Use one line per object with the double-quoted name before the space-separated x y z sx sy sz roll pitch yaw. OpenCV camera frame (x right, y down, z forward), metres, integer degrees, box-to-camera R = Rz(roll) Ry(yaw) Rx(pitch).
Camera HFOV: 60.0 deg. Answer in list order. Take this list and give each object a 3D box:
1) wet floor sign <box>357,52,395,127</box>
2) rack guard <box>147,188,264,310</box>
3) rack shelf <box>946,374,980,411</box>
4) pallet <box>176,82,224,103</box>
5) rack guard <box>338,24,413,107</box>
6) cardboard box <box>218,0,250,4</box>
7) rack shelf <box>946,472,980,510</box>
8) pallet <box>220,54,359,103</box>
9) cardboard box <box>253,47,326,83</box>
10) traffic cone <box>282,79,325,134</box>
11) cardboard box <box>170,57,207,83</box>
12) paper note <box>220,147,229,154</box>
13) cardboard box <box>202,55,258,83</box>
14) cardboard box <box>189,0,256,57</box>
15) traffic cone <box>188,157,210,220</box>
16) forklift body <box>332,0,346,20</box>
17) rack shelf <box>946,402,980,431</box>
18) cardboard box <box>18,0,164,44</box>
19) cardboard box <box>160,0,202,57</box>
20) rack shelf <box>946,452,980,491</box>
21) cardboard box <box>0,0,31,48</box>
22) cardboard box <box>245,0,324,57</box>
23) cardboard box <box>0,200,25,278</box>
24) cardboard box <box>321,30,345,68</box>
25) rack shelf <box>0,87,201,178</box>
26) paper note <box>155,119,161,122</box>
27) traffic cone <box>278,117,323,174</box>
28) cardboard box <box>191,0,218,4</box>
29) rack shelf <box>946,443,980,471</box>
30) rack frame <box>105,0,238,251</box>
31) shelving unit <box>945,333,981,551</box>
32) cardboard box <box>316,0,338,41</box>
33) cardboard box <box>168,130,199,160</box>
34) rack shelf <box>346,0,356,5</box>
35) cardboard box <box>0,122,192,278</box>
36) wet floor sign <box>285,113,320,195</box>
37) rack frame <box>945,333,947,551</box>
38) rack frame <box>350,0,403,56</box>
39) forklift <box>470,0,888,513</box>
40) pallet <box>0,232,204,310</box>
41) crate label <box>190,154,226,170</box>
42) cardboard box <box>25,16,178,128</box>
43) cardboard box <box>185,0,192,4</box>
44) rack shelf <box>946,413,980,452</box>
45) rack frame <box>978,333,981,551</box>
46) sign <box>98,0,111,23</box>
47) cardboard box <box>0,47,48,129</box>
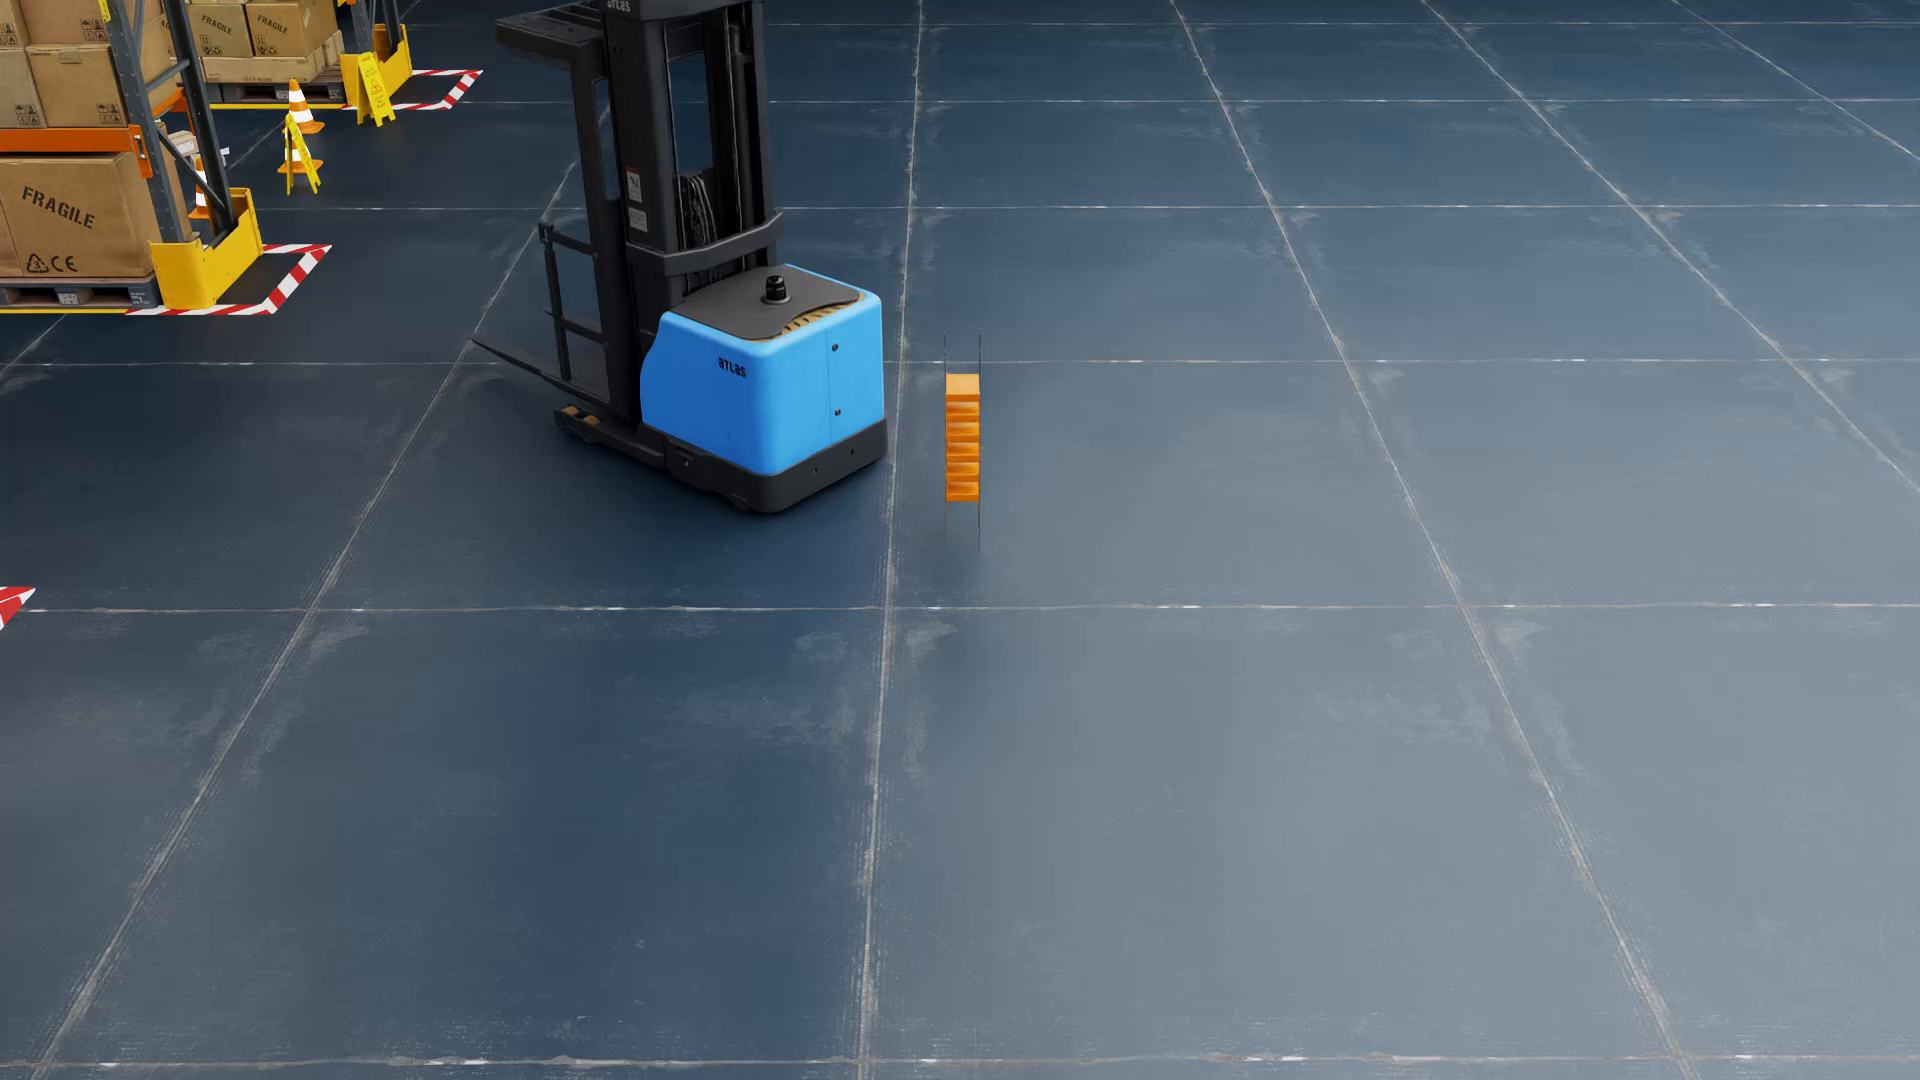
"wet floor sign" -5.544 -4.252 15.635 0.232 0.644 0.267 10 33 17
"rack guard" -5.585 -2.177 12.356 0.348 0.500 1.175 0 31 0
"rack shelf" 0.014 -0.783 8.775 0.180 0.103 0.258 0 31 0
"pallet" -7.846 -4.634 16.684 1.213 0.211 1.003 0 31 0
"rack guard" -5.816 -4.744 16.587 0.348 0.500 1.175 0 31 0
"cardboard box" -6.906 -5.241 15.894 0.250 0.149 0.380 1 31 1
"rack shelf" 0.014 -0.270 9.086 0.180 0.103 0.258 0 31 0
"pallet" -6.629 -4.636 16.688 1.213 0.211 1.003 0 31 0
"cardboard box" -6.571 -4.674 16.309 0.500 0.250 0.500 0 31 -1
"traffic cone" -6.162 -4.058 15.492 0.334 0.463 0.336 0 31 0
"cardboard box" -7.588 -4.673 16.305 0.500 0.250 0.500 -1 31 -2
"paper note" -6.673 -3.508 15.002 0.142 0.019 0.148 -11 33 -17
"cardboard box" -7.065 -4.677 16.313 0.500 0.250 0.500 0 31 0
"cardboard box" -7.061 -4.996 16.116 0.500 0.500 0.500 1 31 2
"traffic cone" -6.149 -2.896 13.576 0.334 0.463 0.336 0 31 0
"forklift body" -7.659 -7.072 18.833 1.214 2.155 2.313 0 31 0
"rack shelf" 0.014 -0.680 8.837 0.180 0.103 0.258 0 31 0
"cardboard box" -5.980 -3.790 11.419 0.550 0.550 0.875 0 31 0
"cardboard box" -7.566 -4.998 16.119 0.500 0.500 0.500 -1 31 -1
"rack shelf" 0.014 -0.372 9.024 0.180 0.103 0.258 0 31 0
"cardboard box" -6.530 -3.740 11.338 0.550 0.550 0.875 0 31 0
"cardboard box" -6.540 -4.999 16.121 0.500 0.500 0.500 0 31 0
"cardboard box" -7.167 -2.476 12.083 0.875 0.875 0.875 -1 31 -1
"cardboard box" -6.548 -4.958 16.775 0.500 0.250 0.500 0 31 -1
"rack shelf" -7.609 -2.932 11.883 4.000 0.370 1.077 0 31 0
"paper note" -7.644 -3.949 15.729 0.148 0.019 0.142 -11 33 -17
"traffic cone" -5.816 -3.483 14.544 0.334 0.463 0.336 0 31 0
"cardboard box" -7.158 -5.242 15.895 0.250 0.149 0.380 0 31 1
"rack shelf" 0.014 -0.475 8.962 0.180 0.103 0.258 0 31 0
"rack frame" -5.609 -3.245 11.707 0.127 3.000 1.000 0 31 0
"shelving unit" 0.014 -0.513 8.939 0.189 1.200 0.258 0 31 0
"cardboard box" -6.572 -5.278 16.580 0.500 0.500 0.500 -1 31 -2
"cardboard box" -7.038 -3.542 14.944 0.250 0.149 0.380 16 35 25
"rack shelf" -7.740 -5.499 16.115 4.000 0.370 1.077 0 31 0
"cardboard box" -6.287 -2.480 12.089 0.875 0.875 0.875 0 31 0
"wet floor sign" -5.592 -3.266 14.011 0.232 0.644 0.267 -5 32 -9
"rack frame" -0.077 -0.513 8.938 0.006 1.200 0.240 0 31 0
"rack frame" -5.740 -5.813 15.939 0.127 3.000 1.000 0 31 0
"forklift" -1.885 -2.035 9.779 3.031 2.935 1.130 24 38 33
"pallet" -6.408 -2.010 12.360 1.213 0.211 1.003 0 31 0
"crate label" -6.601 -3.309 14.572 0.298 0.136 0.250 -17 35 -26
"cardboard box" -5.980 -3.285 11.628 0.550 0.550 0.875 0 31 0
"cardboard box" -7.421 -5.242 15.895 0.250 0.149 0.380 1 31 2
"rack shelf" 0.014 -0.578 8.900 0.180 0.103 0.258 0 31 0
"rack frame" 0.106 -0.513 8.939 0.006 1.200 0.240 0 31 0
"sign" -5.620 -3.560 10.881 0.005 0.325 0.100 0 31 0
"cardboard box" -6.530 -3.272 11.606 0.550 0.550 0.875 0 31 0
